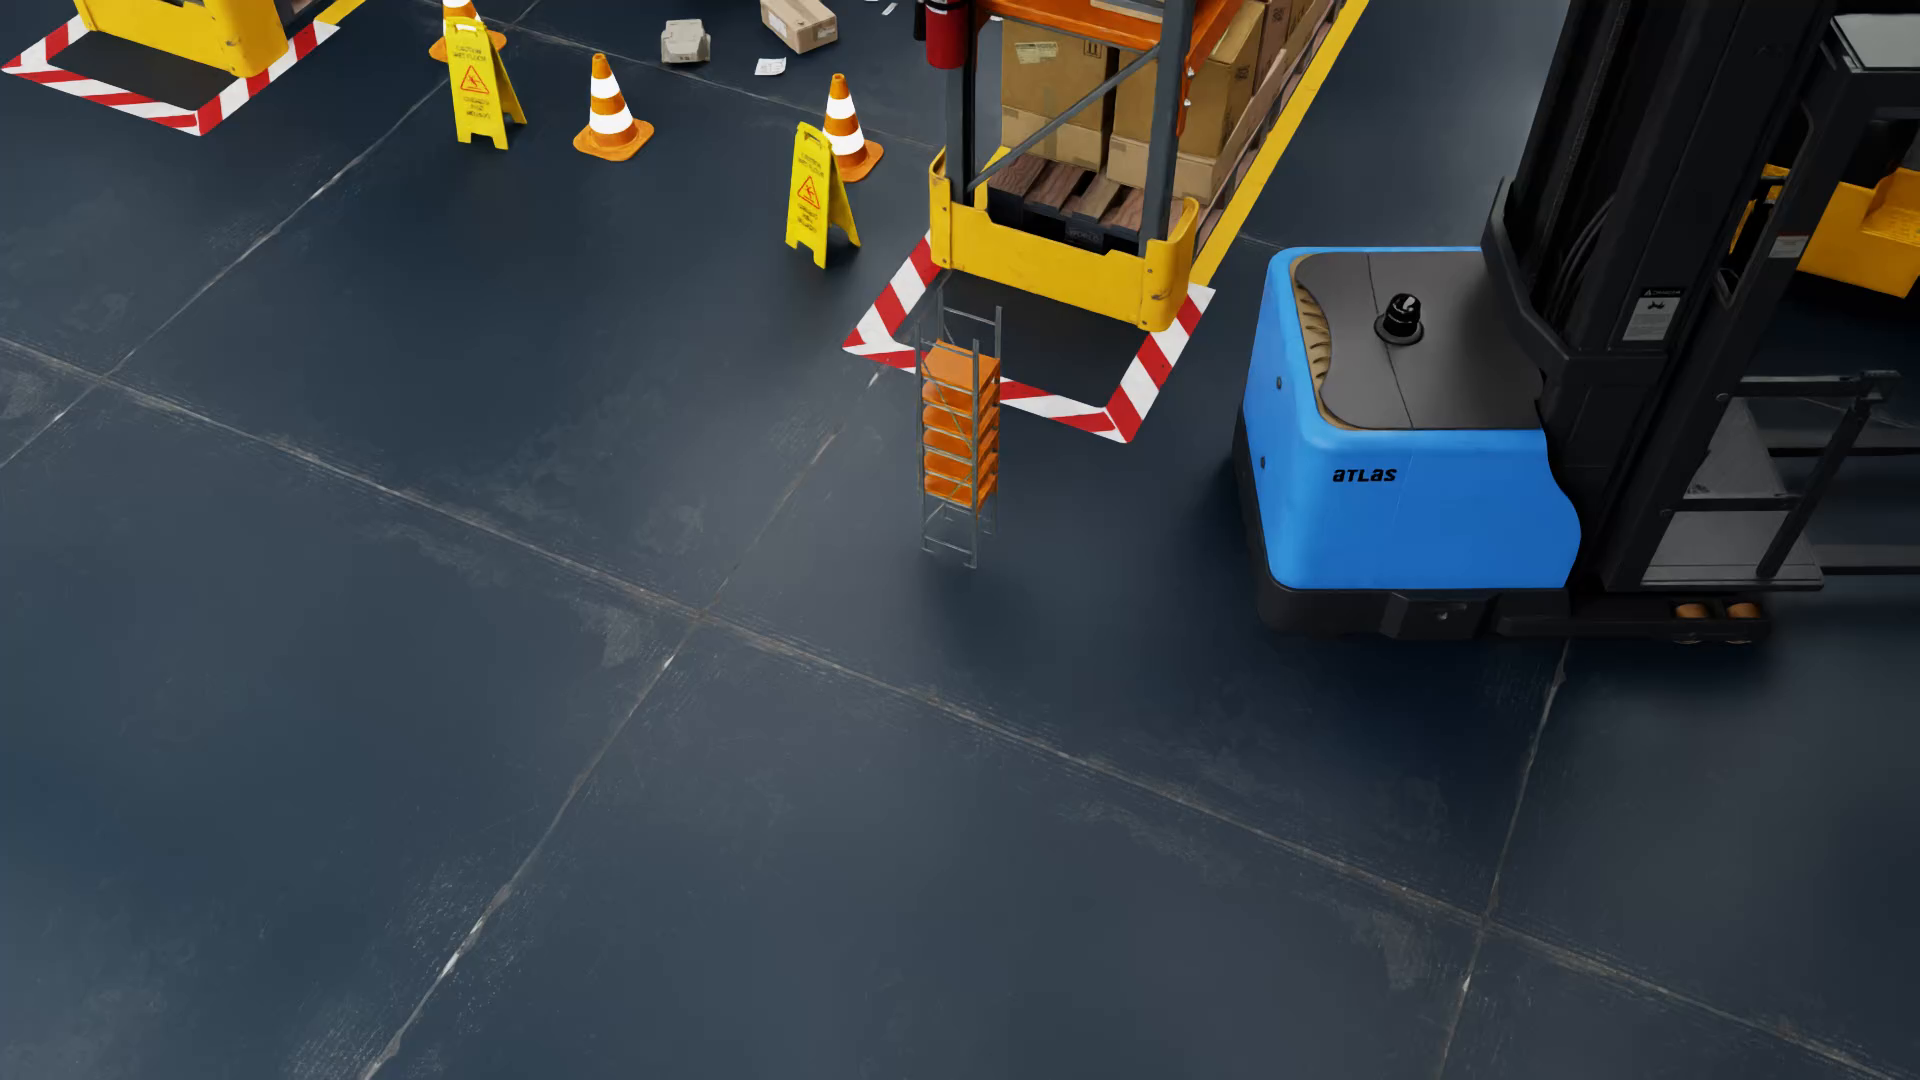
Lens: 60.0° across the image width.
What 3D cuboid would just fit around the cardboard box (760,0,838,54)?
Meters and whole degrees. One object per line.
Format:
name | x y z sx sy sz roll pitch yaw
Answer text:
cardboard box | -0.854 -2.764 8.820 0.250 0.149 0.380 -28 55 -22

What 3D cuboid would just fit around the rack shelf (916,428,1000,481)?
rack shelf | -0.006 -0.350 6.134 0.258 0.103 0.180 20 52 16

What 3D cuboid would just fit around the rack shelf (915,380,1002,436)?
rack shelf | -0.006 -0.506 5.951 0.258 0.103 0.180 20 52 16

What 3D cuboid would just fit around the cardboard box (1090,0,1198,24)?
cardboard box | 0.745 -2.214 6.644 0.380 0.149 0.250 20 52 16

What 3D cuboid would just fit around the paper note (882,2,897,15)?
paper note | -0.380 -2.877 9.007 0.032 0.001 0.123 20 52 16

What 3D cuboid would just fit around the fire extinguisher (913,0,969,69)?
fire extinguisher | -0.053 -2.175 6.497 0.296 0.674 0.183 20 52 16

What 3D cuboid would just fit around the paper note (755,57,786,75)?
paper note | -0.983 -2.465 8.643 0.148 0.019 0.142 4 50 3

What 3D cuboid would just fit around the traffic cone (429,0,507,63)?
traffic cone | -2.595 -2.751 8.603 0.336 0.463 0.334 20 52 16

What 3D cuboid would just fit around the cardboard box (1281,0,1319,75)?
cardboard box | 1.454 -2.568 8.311 0.500 0.250 0.500 23 53 18

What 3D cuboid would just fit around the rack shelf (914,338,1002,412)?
rack shelf | -0.006 -0.583 5.859 0.258 0.103 0.180 20 52 16

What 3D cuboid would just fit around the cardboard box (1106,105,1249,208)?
cardboard box | 1.007 -1.839 7.690 0.500 0.250 0.500 19 52 16

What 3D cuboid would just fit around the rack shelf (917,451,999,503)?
rack shelf | -0.006 -0.272 6.225 0.258 0.103 0.180 20 52 16

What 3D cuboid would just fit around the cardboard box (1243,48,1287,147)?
cardboard box | 1.232 -2.188 7.987 0.500 0.250 0.500 22 53 17

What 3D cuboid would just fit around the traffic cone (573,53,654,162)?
traffic cone | -1.719 -2.150 8.090 0.336 0.463 0.334 20 52 16

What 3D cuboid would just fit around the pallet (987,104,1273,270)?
pallet | 0.824 -1.826 7.980 1.003 0.211 1.213 20 52 16

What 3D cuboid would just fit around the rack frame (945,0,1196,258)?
rack frame | 0.413 -2.129 6.407 1.000 3.000 0.127 20 52 16

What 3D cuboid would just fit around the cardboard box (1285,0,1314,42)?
cardboard box | 1.458 -2.803 8.018 0.500 0.500 0.500 21 53 17

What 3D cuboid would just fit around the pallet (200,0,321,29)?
pallet | -3.835 -3.342 9.271 1.003 0.211 1.213 20 52 16

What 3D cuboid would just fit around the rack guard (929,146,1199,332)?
rack guard | 0.445 -1.371 7.404 1.175 0.500 0.348 20 52 16

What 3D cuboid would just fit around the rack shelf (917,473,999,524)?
rack shelf | -0.006 -0.195 6.316 0.258 0.103 0.180 20 52 16

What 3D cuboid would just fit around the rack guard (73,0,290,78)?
rack guard | -4.116 -2.843 8.656 1.175 0.500 0.348 20 52 16

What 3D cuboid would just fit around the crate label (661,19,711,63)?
crate label | -1.439 -2.606 8.692 0.250 0.136 0.298 -4 50 -3

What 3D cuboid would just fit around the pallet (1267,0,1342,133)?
pallet | 1.347 -2.663 8.692 1.003 0.211 1.213 20 52 16

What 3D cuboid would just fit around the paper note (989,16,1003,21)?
paper note | 0.203 -2.852 8.971 0.142 0.019 0.148 4 50 3

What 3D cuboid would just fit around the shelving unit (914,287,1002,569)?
shelving unit | -0.006 -0.379 6.100 0.258 1.200 0.189 20 52 16

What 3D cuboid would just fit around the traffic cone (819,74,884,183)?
traffic cone | -0.570 -2.023 7.982 0.336 0.463 0.334 20 52 16

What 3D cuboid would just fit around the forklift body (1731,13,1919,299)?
forklift body | 4.063 -2.141 6.974 2.313 2.155 1.214 20 52 16

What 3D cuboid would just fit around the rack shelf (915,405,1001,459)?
rack shelf | -0.006 -0.428 6.042 0.258 0.103 0.180 20 52 16

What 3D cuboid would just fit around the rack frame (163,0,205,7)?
rack frame | -4.106 -3.670 7.718 1.000 3.000 0.127 20 52 16

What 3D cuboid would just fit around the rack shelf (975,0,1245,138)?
rack shelf | 1.267 -3.273 7.853 1.077 0.370 4.000 20 52 16

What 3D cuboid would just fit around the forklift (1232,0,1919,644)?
forklift | 2.629 -0.968 5.464 3.031 2.935 1.130 0 50 0

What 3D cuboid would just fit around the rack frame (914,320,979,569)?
rack frame | -0.045 -0.316 6.046 0.240 1.200 0.006 20 52 16

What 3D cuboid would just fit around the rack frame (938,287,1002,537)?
rack frame | 0.033 -0.442 6.153 0.240 1.200 0.006 20 52 16

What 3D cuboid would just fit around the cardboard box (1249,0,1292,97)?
cardboard box | 1.236 -2.460 7.726 0.500 0.500 0.500 18 52 15

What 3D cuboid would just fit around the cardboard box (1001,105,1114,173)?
cardboard box | 0.525 -2.035 7.857 0.500 0.250 0.500 20 52 16

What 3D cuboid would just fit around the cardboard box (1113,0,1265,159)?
cardboard box | 1.017 -2.099 7.419 0.500 0.500 0.500 18 52 15

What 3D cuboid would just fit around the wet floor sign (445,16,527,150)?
wet floor sign | -2.328 -2.243 8.050 0.267 0.644 0.232 12 51 10

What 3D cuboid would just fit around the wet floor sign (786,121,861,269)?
wet floor sign | -0.636 -1.583 7.489 0.232 0.644 0.267 -37 59 -27

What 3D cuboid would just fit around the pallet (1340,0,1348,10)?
pallet | 1.867 -3.506 9.410 1.003 0.211 1.213 20 52 16

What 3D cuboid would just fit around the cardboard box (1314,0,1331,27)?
cardboard box | 1.672 -2.915 8.606 0.500 0.250 0.500 21 53 17

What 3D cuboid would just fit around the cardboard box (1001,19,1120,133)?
cardboard box | 0.519 -2.253 7.550 0.500 0.500 0.500 20 53 16
